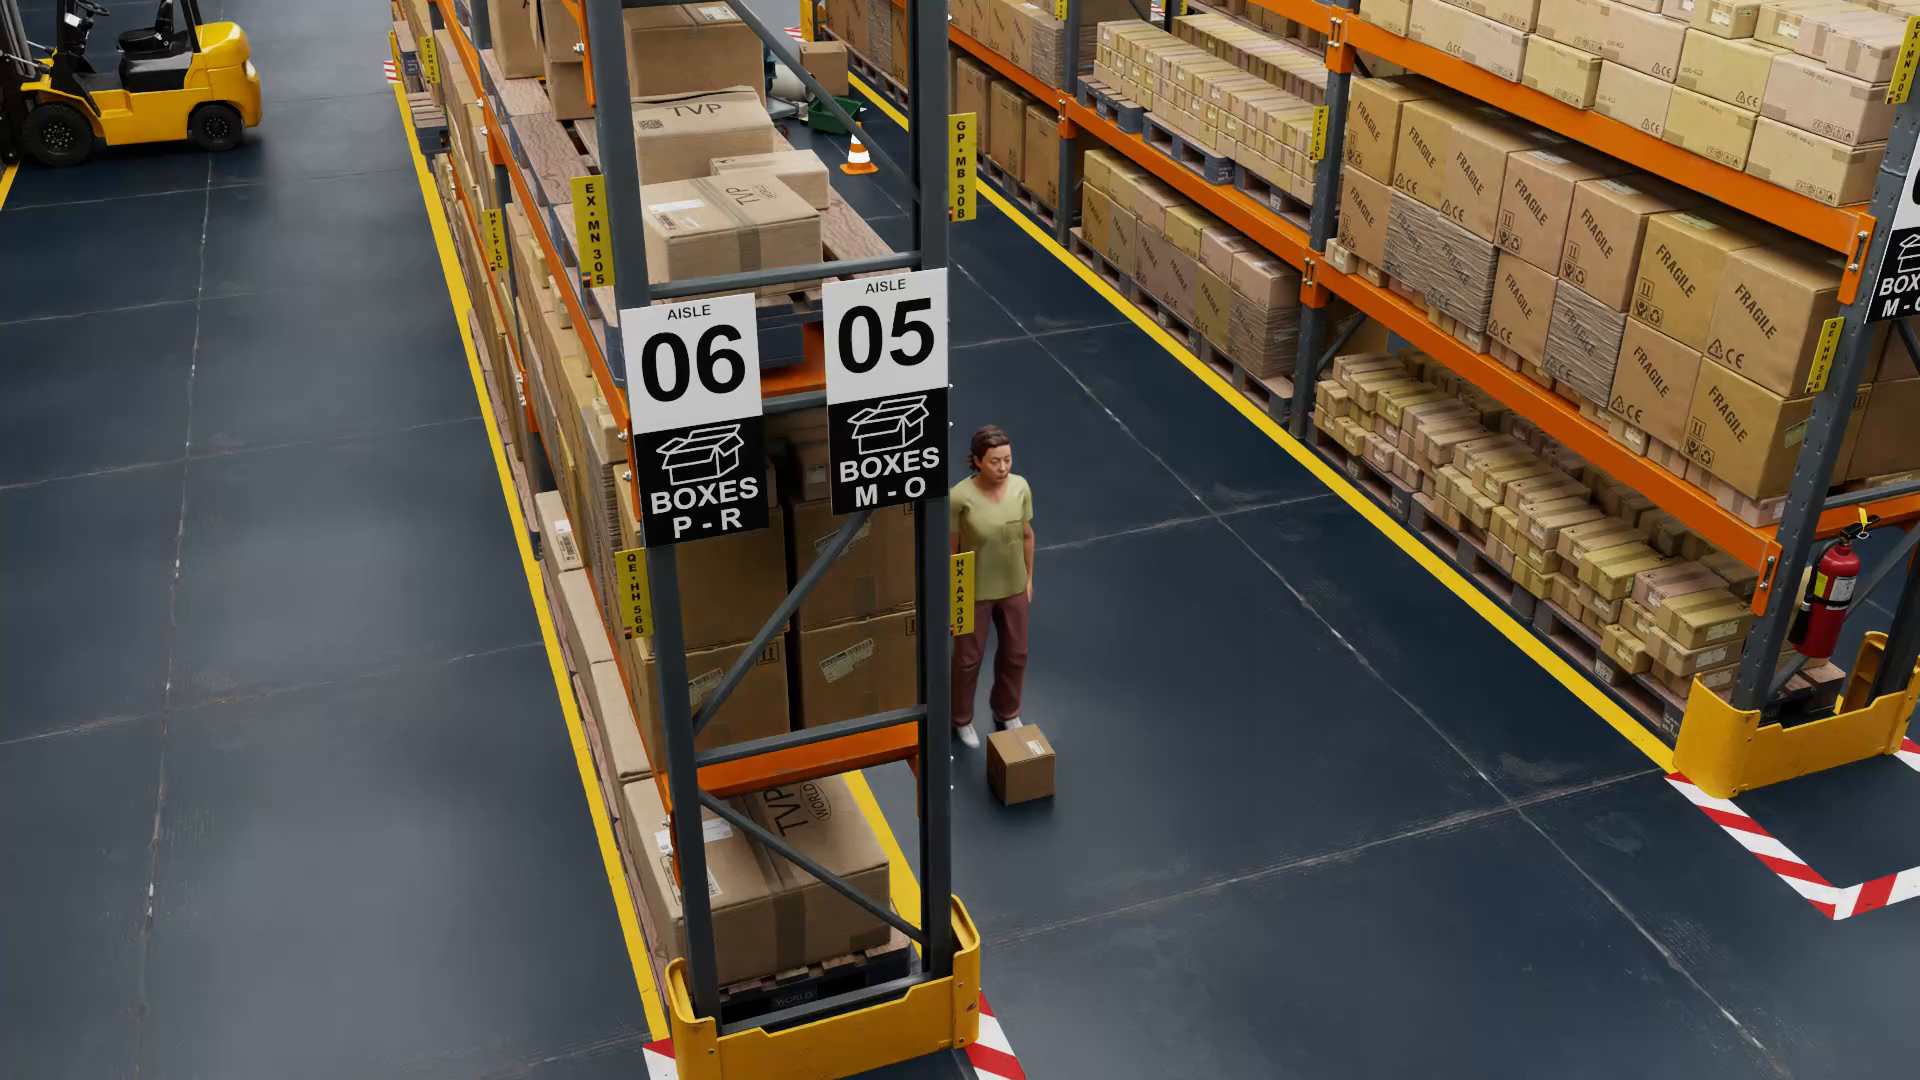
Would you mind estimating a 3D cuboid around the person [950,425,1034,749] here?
[{"bbox_3d":[0.151,0.237,7.968,0.439,1.696,0.372,-9,31,-15],"label":"person"}]
